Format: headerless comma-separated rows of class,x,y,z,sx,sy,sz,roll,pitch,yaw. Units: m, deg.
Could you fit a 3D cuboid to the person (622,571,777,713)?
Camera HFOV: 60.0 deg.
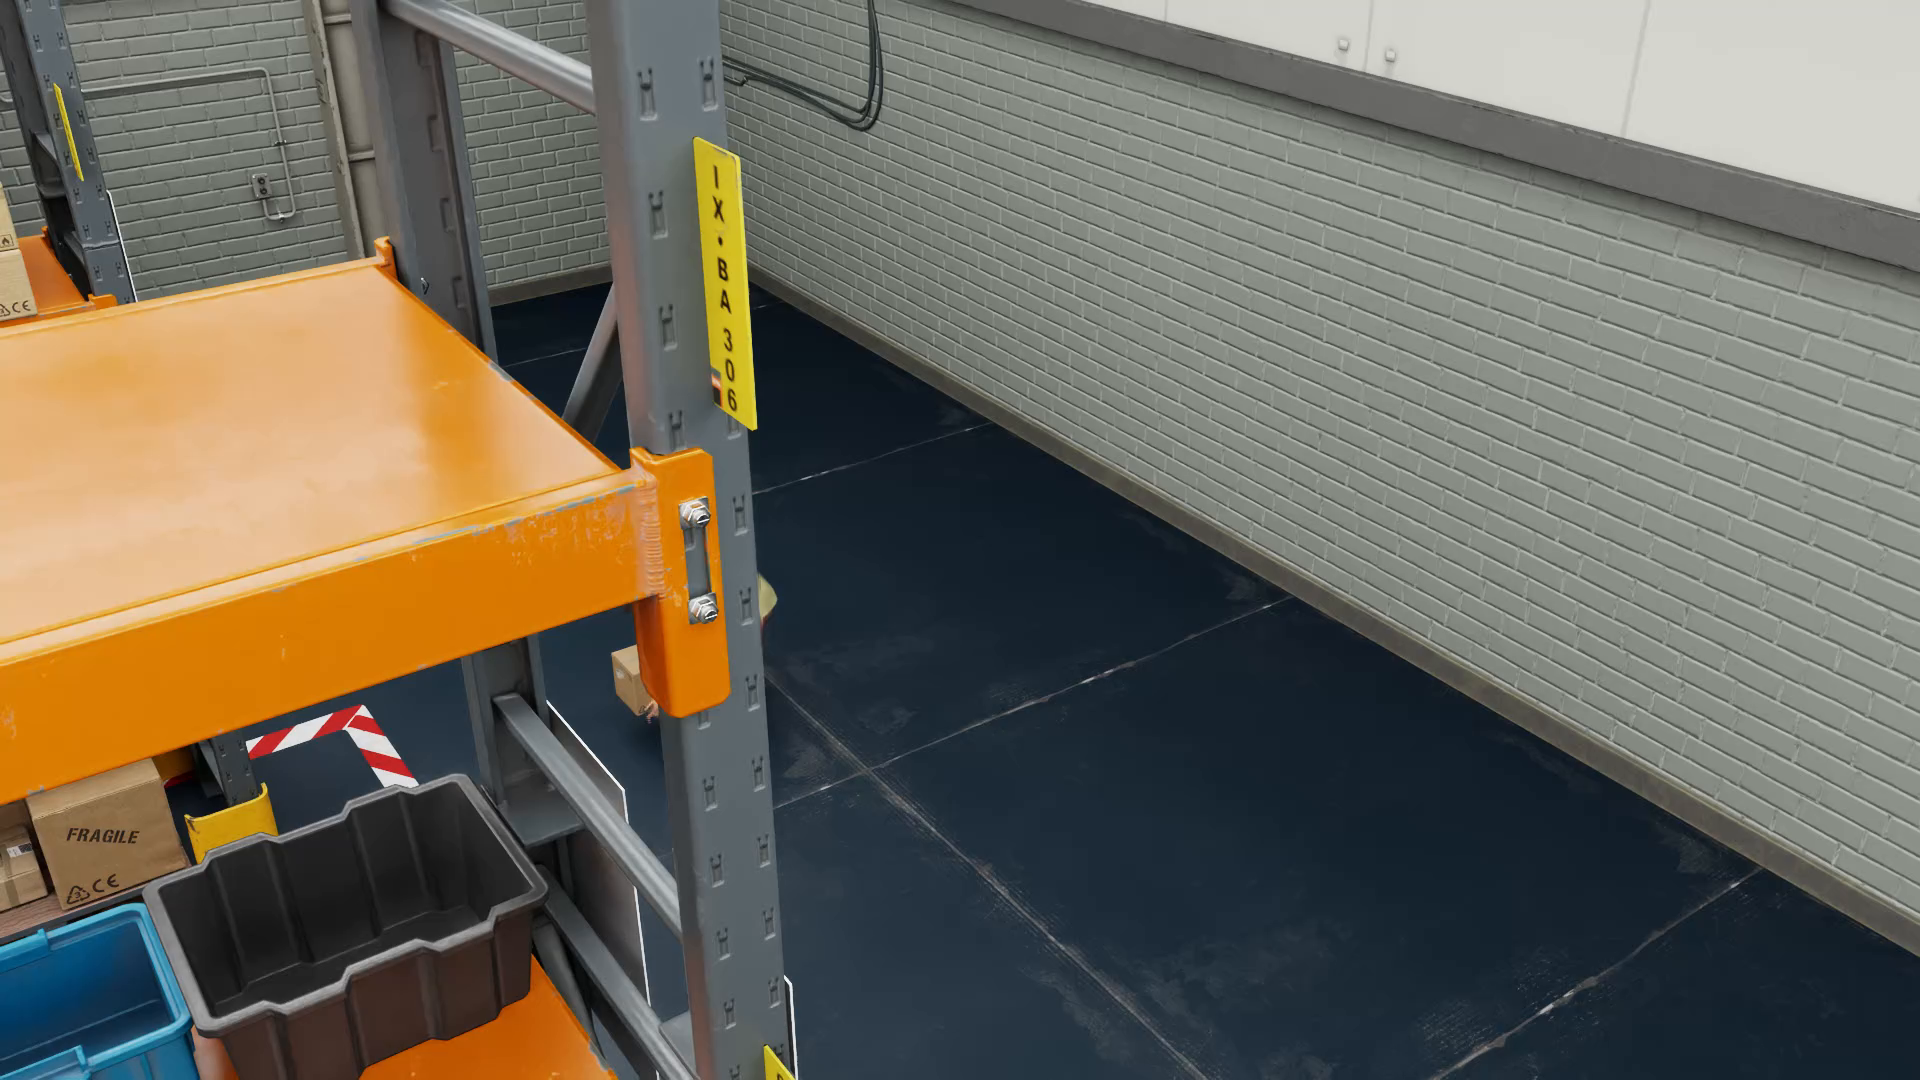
person,-1.337,0.489,8.567,0.839,0.921,0.469,-20,35,-32
